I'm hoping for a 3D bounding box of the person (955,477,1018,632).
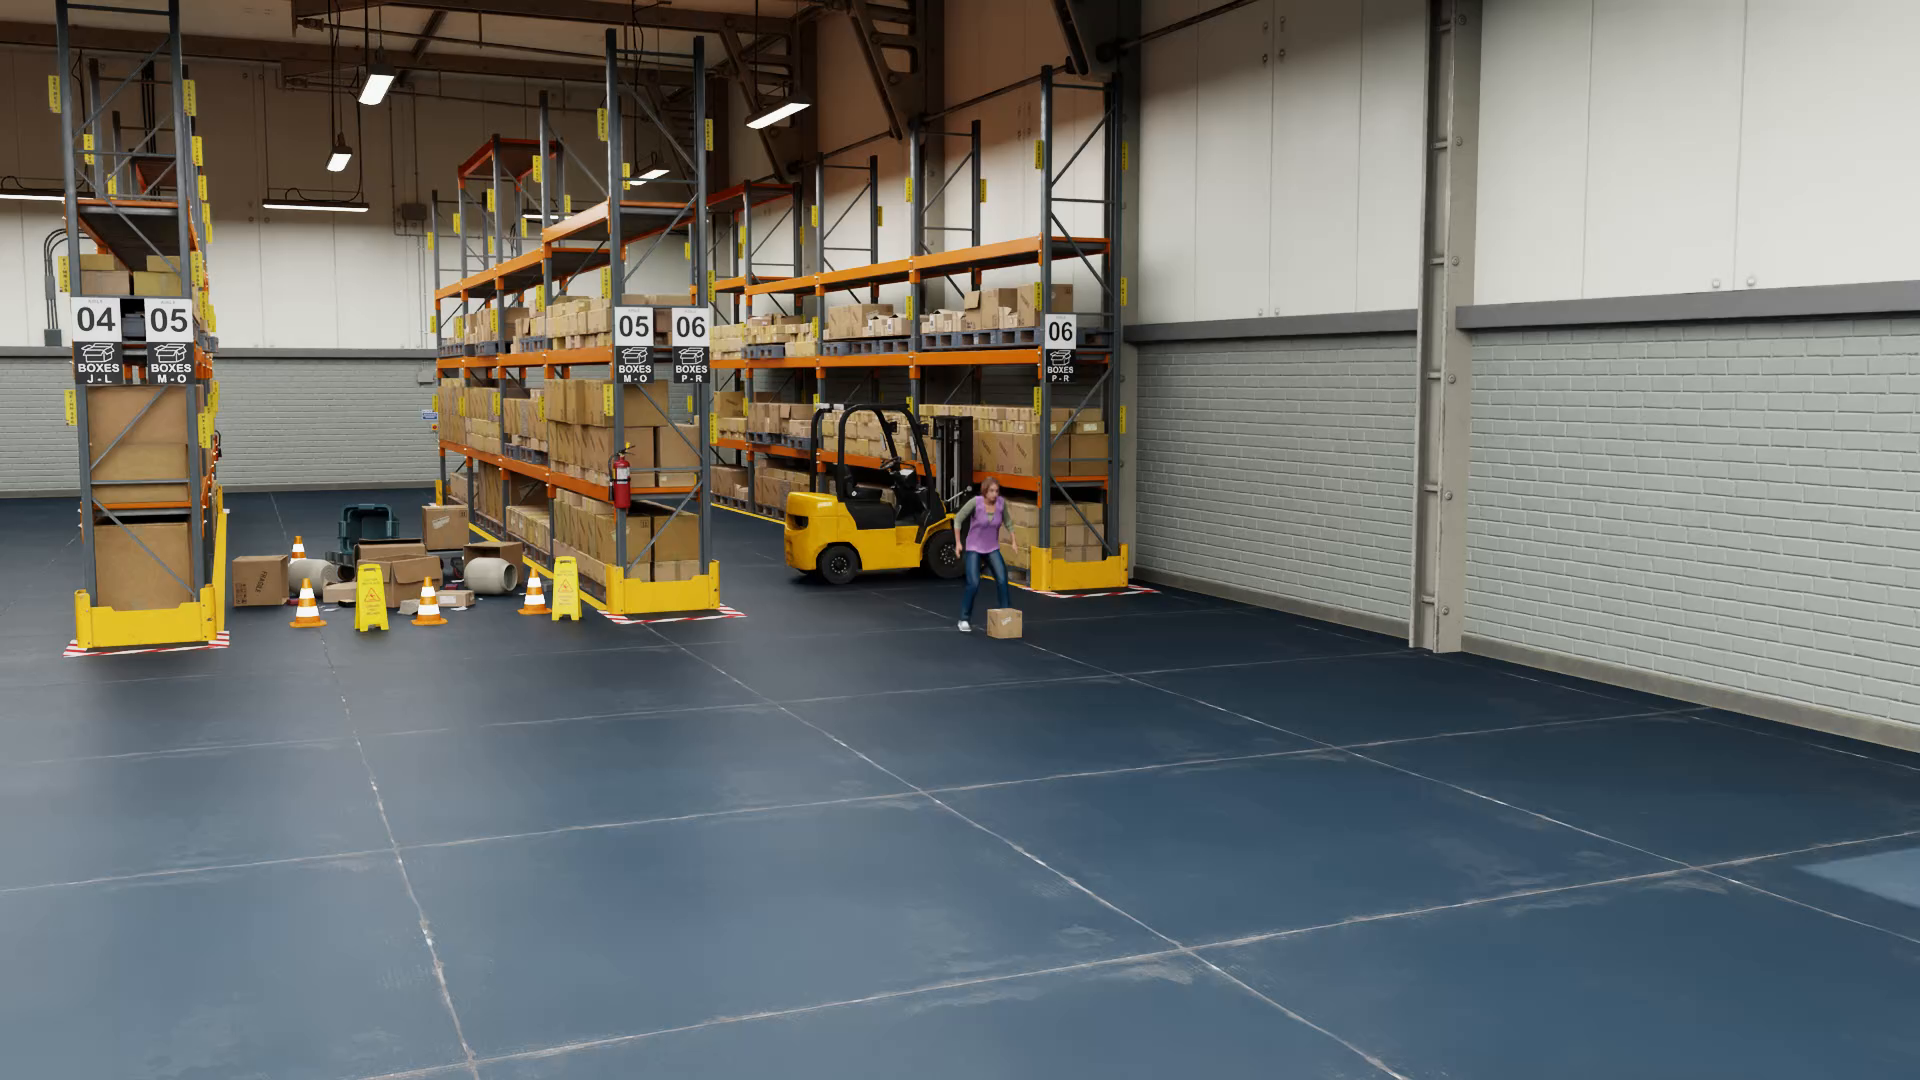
[{"bbox_3d":[0.284,0.148,16.206,0.611,1.536,0.586,-2,6,-18],"label":"person"}]
